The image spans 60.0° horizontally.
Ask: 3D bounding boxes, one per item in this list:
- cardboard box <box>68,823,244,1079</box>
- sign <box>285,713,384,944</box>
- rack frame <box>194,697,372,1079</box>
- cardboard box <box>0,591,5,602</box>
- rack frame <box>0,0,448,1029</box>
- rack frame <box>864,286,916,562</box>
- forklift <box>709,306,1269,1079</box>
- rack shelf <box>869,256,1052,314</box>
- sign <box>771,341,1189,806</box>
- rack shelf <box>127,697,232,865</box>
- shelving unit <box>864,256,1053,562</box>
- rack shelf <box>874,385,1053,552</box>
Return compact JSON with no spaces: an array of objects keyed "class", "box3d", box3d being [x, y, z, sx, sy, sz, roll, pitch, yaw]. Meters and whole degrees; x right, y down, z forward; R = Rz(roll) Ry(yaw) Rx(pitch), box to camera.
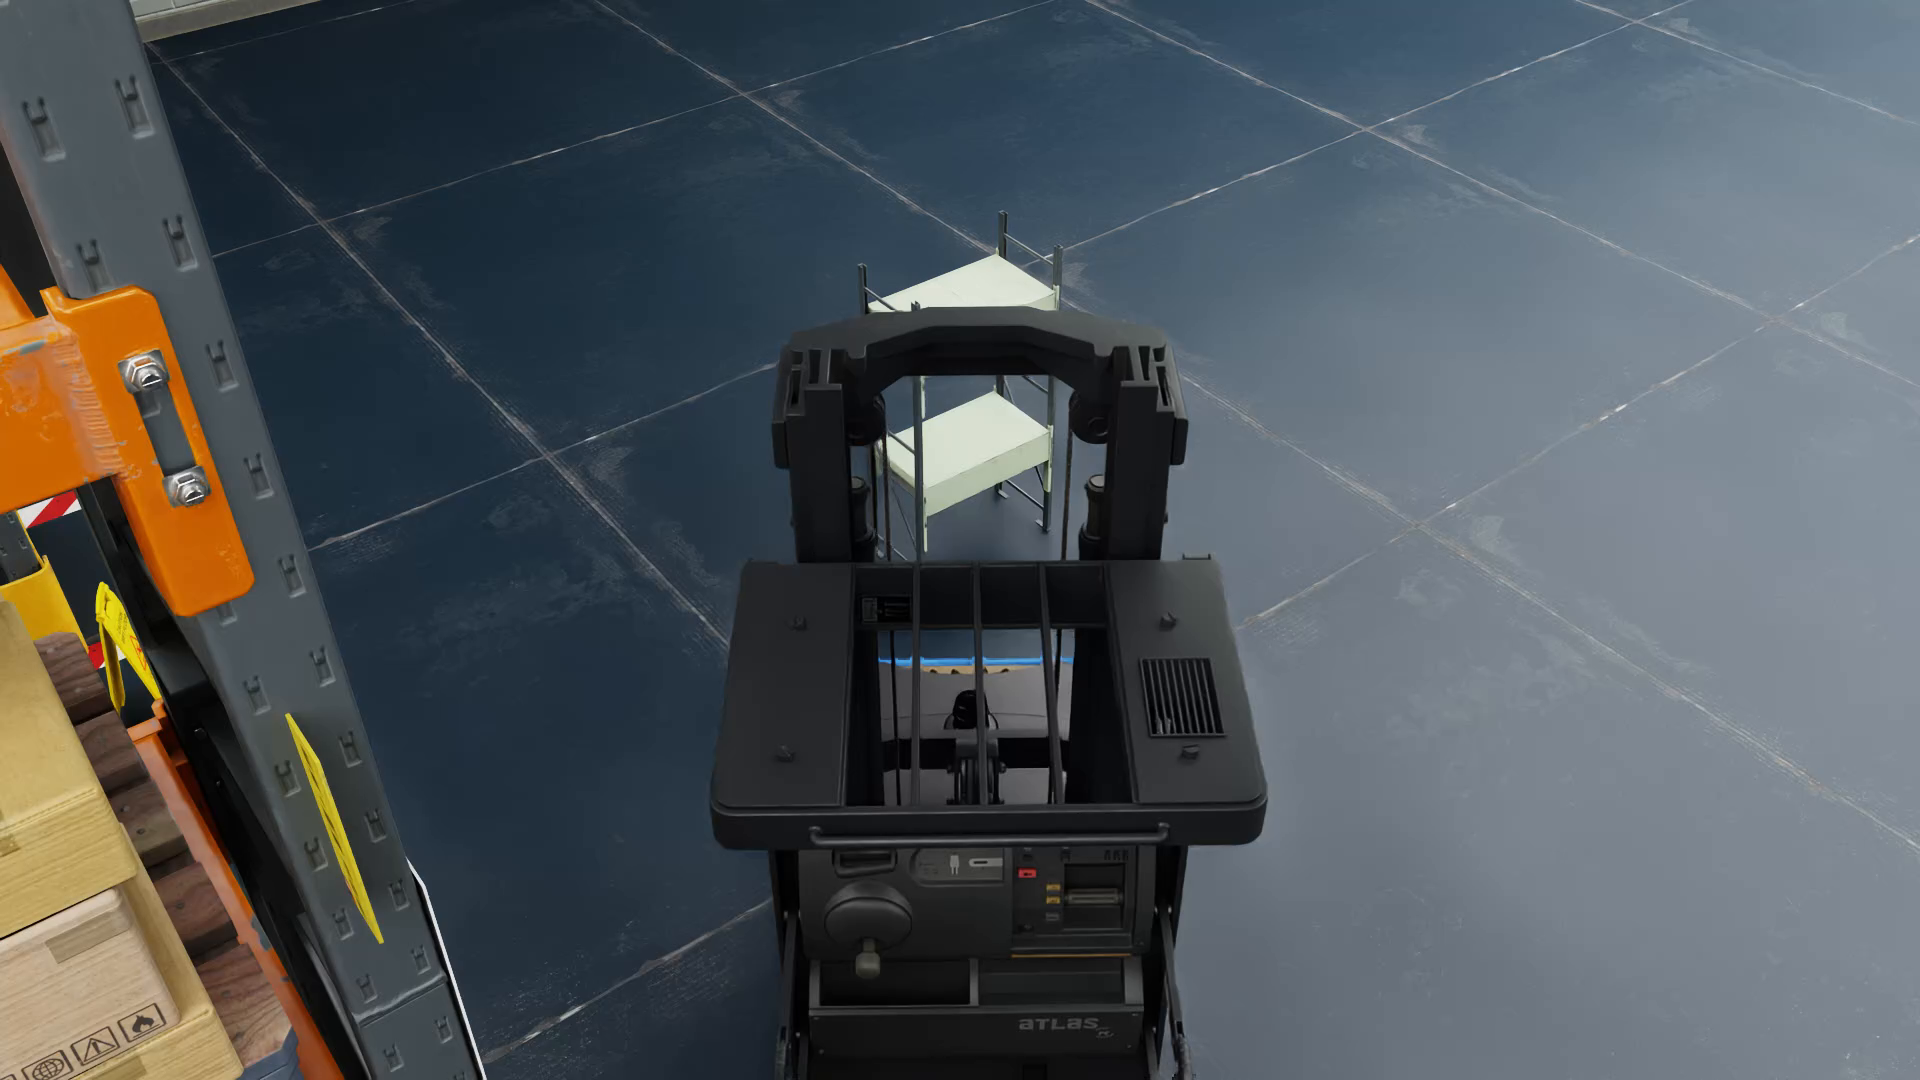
[{"class":"cardboard box","box3d":[-1.114,0.573,2.109,0.250,0.149,0.380,-26,46,-28]},{"class":"sign","box3d":[-0.738,0.345,1.964,0.005,0.325,0.100,-26,46,-28]},{"class":"rack frame","box3d":[-1.055,1.540,3.508,0.053,2.616,0.949,-26,46,-28]},{"class":"cardboard box","box3d":[-1.525,0.246,2.509,0.250,0.149,0.380,-26,46,-28]},{"class":"rack frame","box3d":[-1.057,-0.782,1.608,0.127,3.000,1.000,-26,46,-28]},{"class":"rack frame","box3d":[-0.286,-0.442,7.106,0.010,1.308,0.380,-26,46,-28]},{"class":"forklift","box3d":[0.046,1.021,4.194,1.121,2.935,3.031,-1,39,-1]},{"class":"rack shelf","box3d":[0.005,-0.960,6.968,0.686,0.124,0.368,-26,46,-28]},{"class":"sign","box3d":[0.042,0.694,4.675,2.025,2.768,2.177,-26,46,-28]},{"class":"rack shelf","box3d":[-2.643,1.429,1.845,4.000,0.370,1.077,-26,46,-28]},{"class":"shelving unit","box3d":[0.001,-0.580,7.275,0.731,1.308,0.431,-26,46,-28]},{"class":"rack shelf","box3d":[0.005,-0.330,7.484,0.720,0.370,0.431,-26,46,-28]}]
